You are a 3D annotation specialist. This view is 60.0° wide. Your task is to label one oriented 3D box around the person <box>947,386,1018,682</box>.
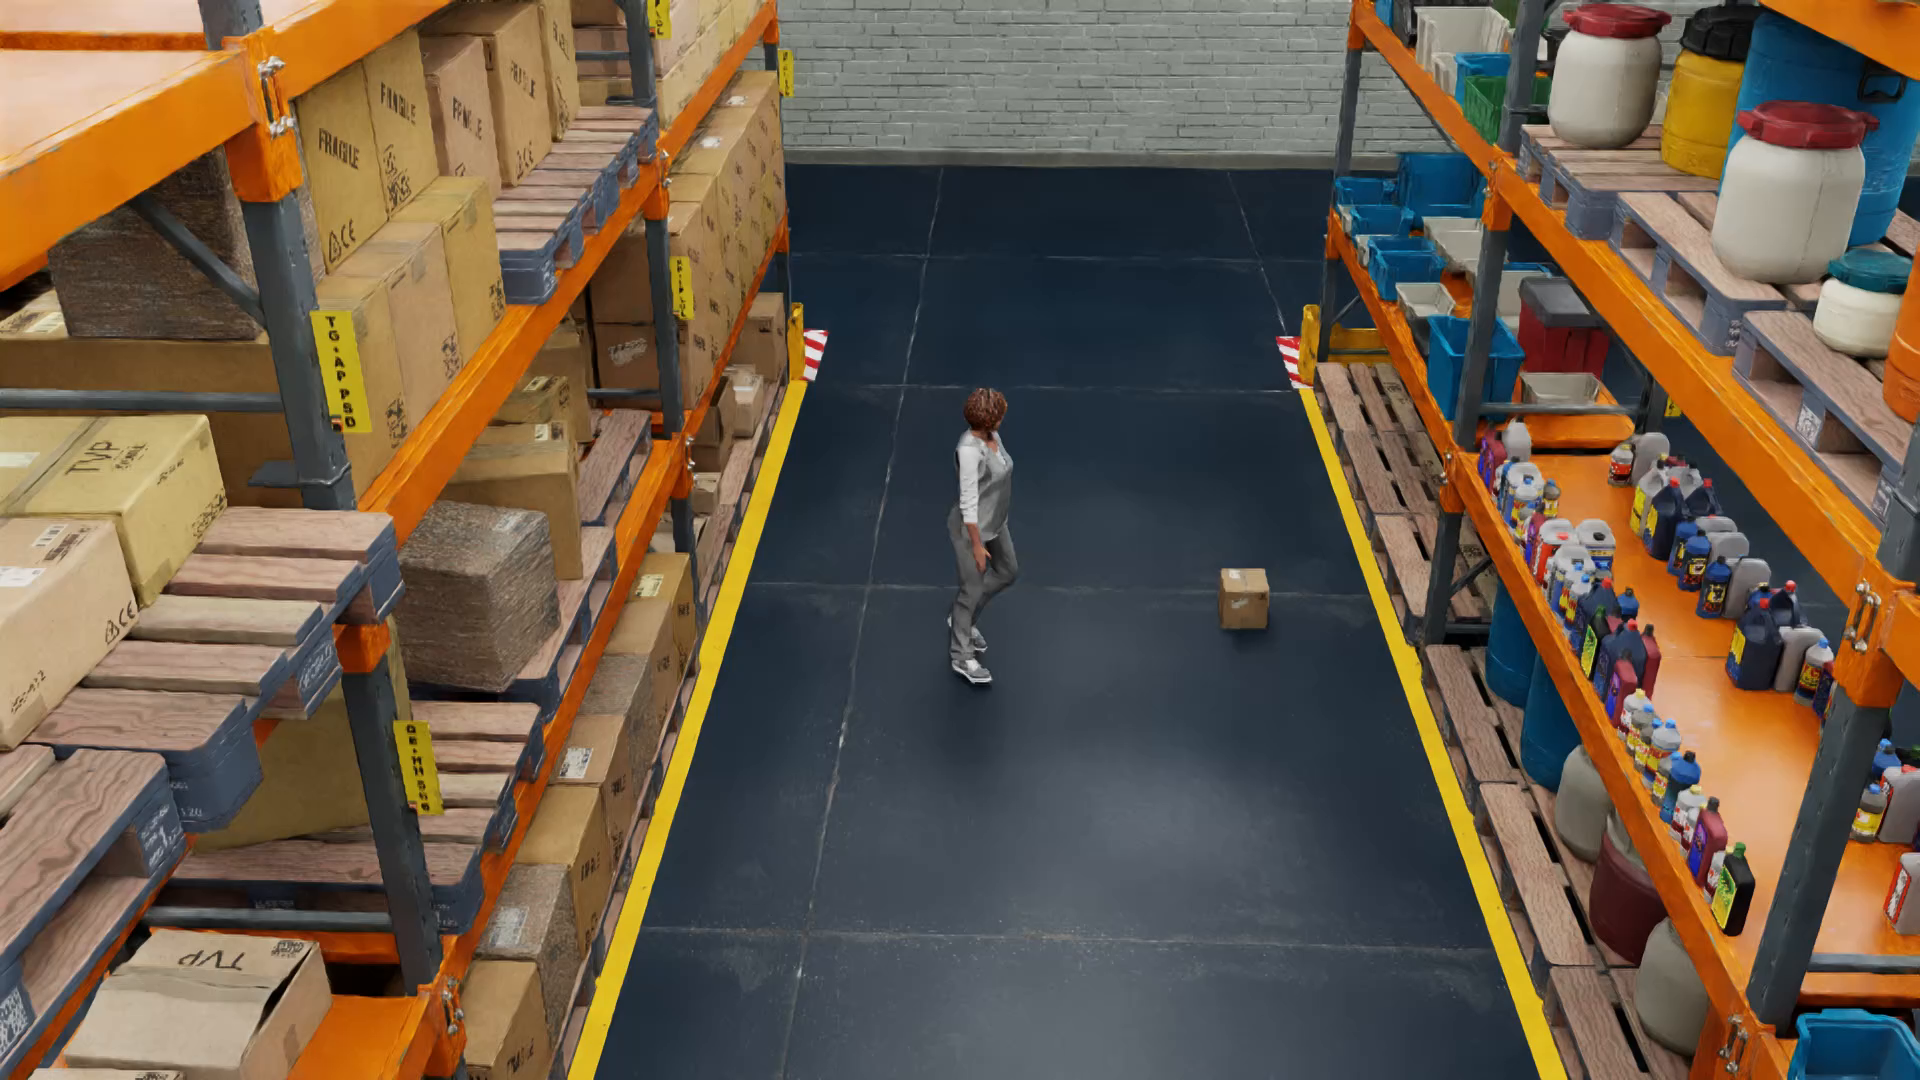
[{"bbox_3d":[0.068,-0.041,8.699,0.380,1.572,0.470,11,30,20],"label":"person"}]
